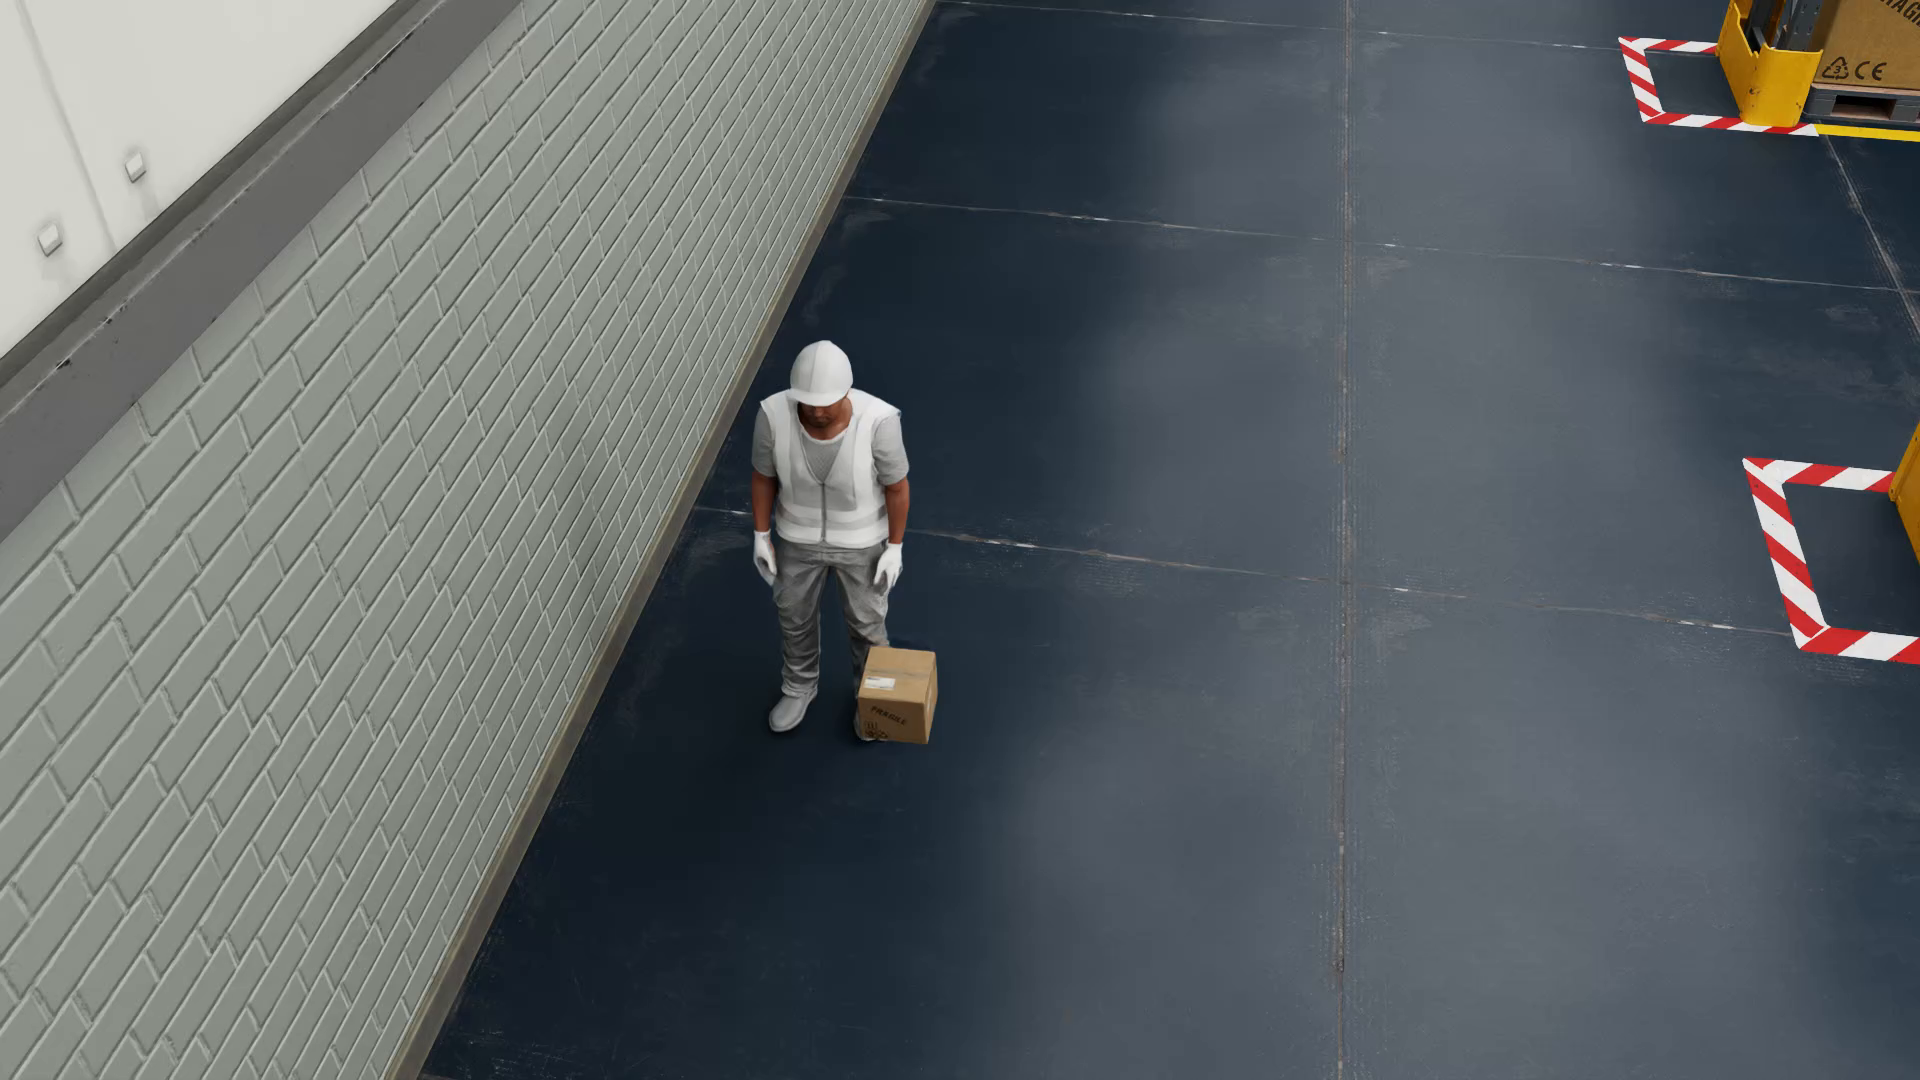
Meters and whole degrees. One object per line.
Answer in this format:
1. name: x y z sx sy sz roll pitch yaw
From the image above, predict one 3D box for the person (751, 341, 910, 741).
1. person: -0.476 0.000 6.145 0.580 1.778 0.426 5 40 6
